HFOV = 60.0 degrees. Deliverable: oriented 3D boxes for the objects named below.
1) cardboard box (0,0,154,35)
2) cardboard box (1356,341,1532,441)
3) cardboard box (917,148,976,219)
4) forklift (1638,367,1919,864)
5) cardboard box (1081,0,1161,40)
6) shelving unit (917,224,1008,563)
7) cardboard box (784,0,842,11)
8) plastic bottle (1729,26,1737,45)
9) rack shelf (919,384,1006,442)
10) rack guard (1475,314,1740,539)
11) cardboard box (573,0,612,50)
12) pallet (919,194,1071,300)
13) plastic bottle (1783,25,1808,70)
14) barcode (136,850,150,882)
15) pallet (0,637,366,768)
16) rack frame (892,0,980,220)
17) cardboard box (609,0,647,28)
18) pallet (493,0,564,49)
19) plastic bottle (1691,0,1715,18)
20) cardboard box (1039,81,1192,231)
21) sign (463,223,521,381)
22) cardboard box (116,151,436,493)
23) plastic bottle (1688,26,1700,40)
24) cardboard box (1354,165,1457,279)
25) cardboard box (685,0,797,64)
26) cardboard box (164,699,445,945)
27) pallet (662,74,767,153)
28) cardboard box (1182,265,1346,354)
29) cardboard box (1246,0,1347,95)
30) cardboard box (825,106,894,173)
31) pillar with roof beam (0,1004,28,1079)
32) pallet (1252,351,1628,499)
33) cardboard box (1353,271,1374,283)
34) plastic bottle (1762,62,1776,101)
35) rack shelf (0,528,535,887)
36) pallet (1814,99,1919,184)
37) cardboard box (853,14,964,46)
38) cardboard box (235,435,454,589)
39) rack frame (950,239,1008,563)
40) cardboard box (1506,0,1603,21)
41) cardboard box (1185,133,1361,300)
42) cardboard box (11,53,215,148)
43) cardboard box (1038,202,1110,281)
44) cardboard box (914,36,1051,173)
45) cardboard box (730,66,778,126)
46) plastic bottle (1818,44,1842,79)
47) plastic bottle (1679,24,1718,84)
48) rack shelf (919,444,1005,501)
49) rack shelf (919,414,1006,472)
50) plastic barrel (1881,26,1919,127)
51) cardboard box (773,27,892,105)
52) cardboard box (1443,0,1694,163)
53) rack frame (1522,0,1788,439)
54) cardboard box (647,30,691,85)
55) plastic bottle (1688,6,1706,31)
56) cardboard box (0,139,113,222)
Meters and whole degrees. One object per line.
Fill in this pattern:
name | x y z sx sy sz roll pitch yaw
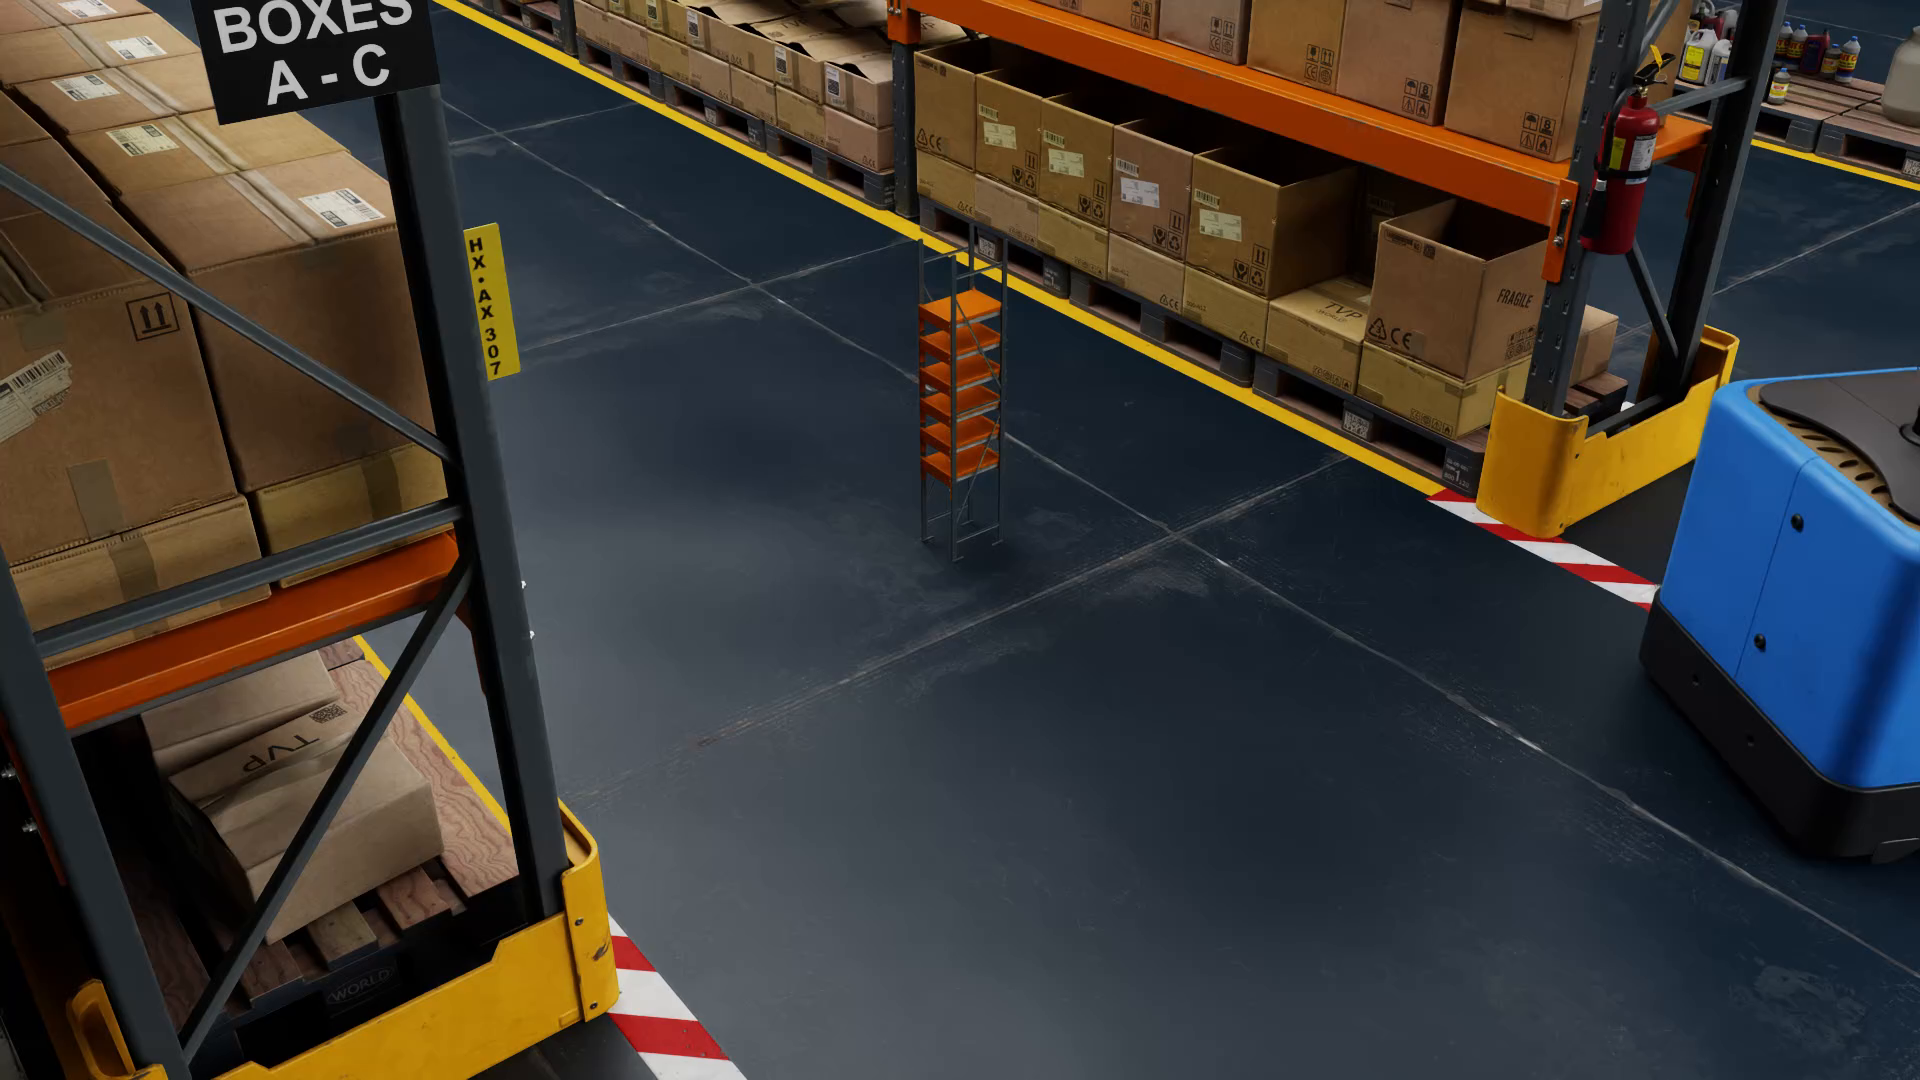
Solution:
cardboard box | -2.690 -1.344 4.983 0.500 0.500 0.500 -23 39 -33
cardboard box | 1.966 -0.673 6.698 0.500 0.250 0.500 -22 38 -31
cardboard box | 0.120 -1.920 8.707 0.500 0.250 0.500 -22 38 -31
forklift | 3.800 -0.686 4.576 3.031 2.935 1.130 -5 32 -8
cardboard box | 0.985 -2.633 7.551 0.700 0.500 0.500 -22 38 -31
shelving unit | 0.009 -0.504 5.924 0.258 1.200 0.189 -22 38 -31
cardboard box | -0.925 -3.343 10.466 0.500 0.311 0.500 -21 38 -30
plastic bottle | 5.119 -3.301 10.958 0.097 0.201 0.097 0 32 0
rack shelf | 0.009 -0.466 5.947 0.258 0.103 0.180 -22 38 -31
rack guard | 2.543 -0.462 6.521 1.175 0.500 0.348 -22 38 -31
cardboard box | -2.288 -3.566 11.356 0.500 0.250 0.500 -22 38 -32
pallet | 0.530 -1.672 8.742 1.003 0.211 1.213 -22 38 -31
plastic bottle | 5.367 -3.163 10.668 0.097 0.271 0.097 0 32 0
barcode | -2.063 0.826 4.200 0.001 0.075 0.075 -22 38 -31
pallet | -2.643 0.365 5.463 1.003 0.211 1.213 -22 38 -31
rack frame | 0.075 -3.201 8.562 1.000 3.000 0.127 -22 38 -31
cardboard box | -1.960 -3.588 10.860 0.500 0.311 0.500 -23 39 -33
pallet | -2.806 -4.007 12.502 1.003 0.211 1.213 -22 38 -31
plastic bottle | 4.929 -3.474 11.095 0.144 0.351 0.185 -23 38 -32
cardboard box | 0.726 -1.819 7.833 0.500 0.500 0.500 -22 38 -31
sign | -0.954 -0.473 3.349 0.100 0.325 0.005 -22 38 -31
cardboard box | -1.438 -0.490 3.608 0.500 0.500 0.500 -22 38 -31
plastic bottle | 4.636 -3.164 10.666 0.152 0.276 0.135 -22 38 -31
cardboard box | 2.067 -1.366 7.104 0.500 0.500 0.500 -22 38 -31
cardboard box | -1.333 -3.160 10.172 0.500 0.311 0.500 -23 38 -32
cardboard box | -1.736 0.708 4.399 0.500 0.311 0.500 -27 41 -36
pallet | -1.160 -2.820 10.591 1.003 0.211 1.213 -22 38 -31
cardboard box | 1.342 -1.085 7.362 0.500 0.250 0.500 -22 38 -31
cardboard box | 1.626 -2.202 6.857 0.700 0.500 0.500 -22 38 -31
cardboard box | -0.408 -2.291 9.303 0.500 0.250 0.500 -23 38 -32
pillar with roof beam | 0.905 -3.883 3.973 9.100 9.000 0.400 -22 38 -31
pallet | 2.026 -0.655 7.104 1.003 0.211 1.213 -22 38 -31
cardboard box | 2.065 -1.047 7.301 0.500 0.250 0.500 -22 38 -31
plastic bottle | 4.885 -2.835 10.129 0.061 0.283 0.133 -21 38 -30
rack shelf | -2.609 -0.458 4.826 1.077 0.370 4.000 -22 38 -31
pallet | 5.865 -2.308 9.765 1.003 0.211 1.213 -22 38 -31
cardboard box | -0.284 -2.913 9.774 0.500 0.311 0.500 -23 38 -32
cardboard box | -1.431 -0.181 3.822 0.500 0.250 0.500 -24 39 -33
rack frame | 0.065 -0.466 5.862 0.240 1.200 0.006 -22 38 -31
cardboard box | 2.143 -1.950 5.837 0.380 0.149 0.250 -23 39 -32
cardboard box | 1.339 -1.403 7.162 0.500 0.500 0.500 -22 38 -31
cardboard box | -2.045 -0.916 4.295 0.500 0.500 0.500 -24 39 -33
cardboard box | 0.725 -1.500 8.031 0.500 0.250 0.500 -22 38 -31
cardboard box | 0.112 -2.236 8.504 0.500 0.500 0.500 -22 38 -31
cardboard box | -1.031 -2.715 9.987 0.500 0.250 0.500 -21 38 -30
plastic bottle | 5.514 -3.033 10.526 0.097 0.201 0.097 0 32 0
plastic bottle | 4.648 -3.060 10.428 0.144 0.351 0.185 -21 37 -29
rack shelf | 0.009 -0.262 6.074 0.258 0.103 0.180 -22 38 -31
rack shelf | 0.009 -0.364 6.010 0.258 0.103 0.180 -22 38 -31
plastic barrel | 5.672 -2.715 9.739 0.421 0.512 0.421 0 32 0
cardboard box | -0.724 -2.741 9.496 0.500 0.311 0.500 -21 38 -30
cardboard box | 2.252 -1.776 6.171 0.700 0.500 0.500 -22 38 -31
rack frame | 2.528 -1.534 5.877 1.000 3.000 0.127 -22 38 -31
cardboard box | -1.656 -3.142 10.673 0.500 0.250 0.500 -23 39 -33
plastic bottle | 4.863 -3.402 11.042 0.061 0.283 0.133 -22 38 -31
cardboard box | -2.140 -0.534 3.679 0.500 0.500 0.500 -22 38 -31
